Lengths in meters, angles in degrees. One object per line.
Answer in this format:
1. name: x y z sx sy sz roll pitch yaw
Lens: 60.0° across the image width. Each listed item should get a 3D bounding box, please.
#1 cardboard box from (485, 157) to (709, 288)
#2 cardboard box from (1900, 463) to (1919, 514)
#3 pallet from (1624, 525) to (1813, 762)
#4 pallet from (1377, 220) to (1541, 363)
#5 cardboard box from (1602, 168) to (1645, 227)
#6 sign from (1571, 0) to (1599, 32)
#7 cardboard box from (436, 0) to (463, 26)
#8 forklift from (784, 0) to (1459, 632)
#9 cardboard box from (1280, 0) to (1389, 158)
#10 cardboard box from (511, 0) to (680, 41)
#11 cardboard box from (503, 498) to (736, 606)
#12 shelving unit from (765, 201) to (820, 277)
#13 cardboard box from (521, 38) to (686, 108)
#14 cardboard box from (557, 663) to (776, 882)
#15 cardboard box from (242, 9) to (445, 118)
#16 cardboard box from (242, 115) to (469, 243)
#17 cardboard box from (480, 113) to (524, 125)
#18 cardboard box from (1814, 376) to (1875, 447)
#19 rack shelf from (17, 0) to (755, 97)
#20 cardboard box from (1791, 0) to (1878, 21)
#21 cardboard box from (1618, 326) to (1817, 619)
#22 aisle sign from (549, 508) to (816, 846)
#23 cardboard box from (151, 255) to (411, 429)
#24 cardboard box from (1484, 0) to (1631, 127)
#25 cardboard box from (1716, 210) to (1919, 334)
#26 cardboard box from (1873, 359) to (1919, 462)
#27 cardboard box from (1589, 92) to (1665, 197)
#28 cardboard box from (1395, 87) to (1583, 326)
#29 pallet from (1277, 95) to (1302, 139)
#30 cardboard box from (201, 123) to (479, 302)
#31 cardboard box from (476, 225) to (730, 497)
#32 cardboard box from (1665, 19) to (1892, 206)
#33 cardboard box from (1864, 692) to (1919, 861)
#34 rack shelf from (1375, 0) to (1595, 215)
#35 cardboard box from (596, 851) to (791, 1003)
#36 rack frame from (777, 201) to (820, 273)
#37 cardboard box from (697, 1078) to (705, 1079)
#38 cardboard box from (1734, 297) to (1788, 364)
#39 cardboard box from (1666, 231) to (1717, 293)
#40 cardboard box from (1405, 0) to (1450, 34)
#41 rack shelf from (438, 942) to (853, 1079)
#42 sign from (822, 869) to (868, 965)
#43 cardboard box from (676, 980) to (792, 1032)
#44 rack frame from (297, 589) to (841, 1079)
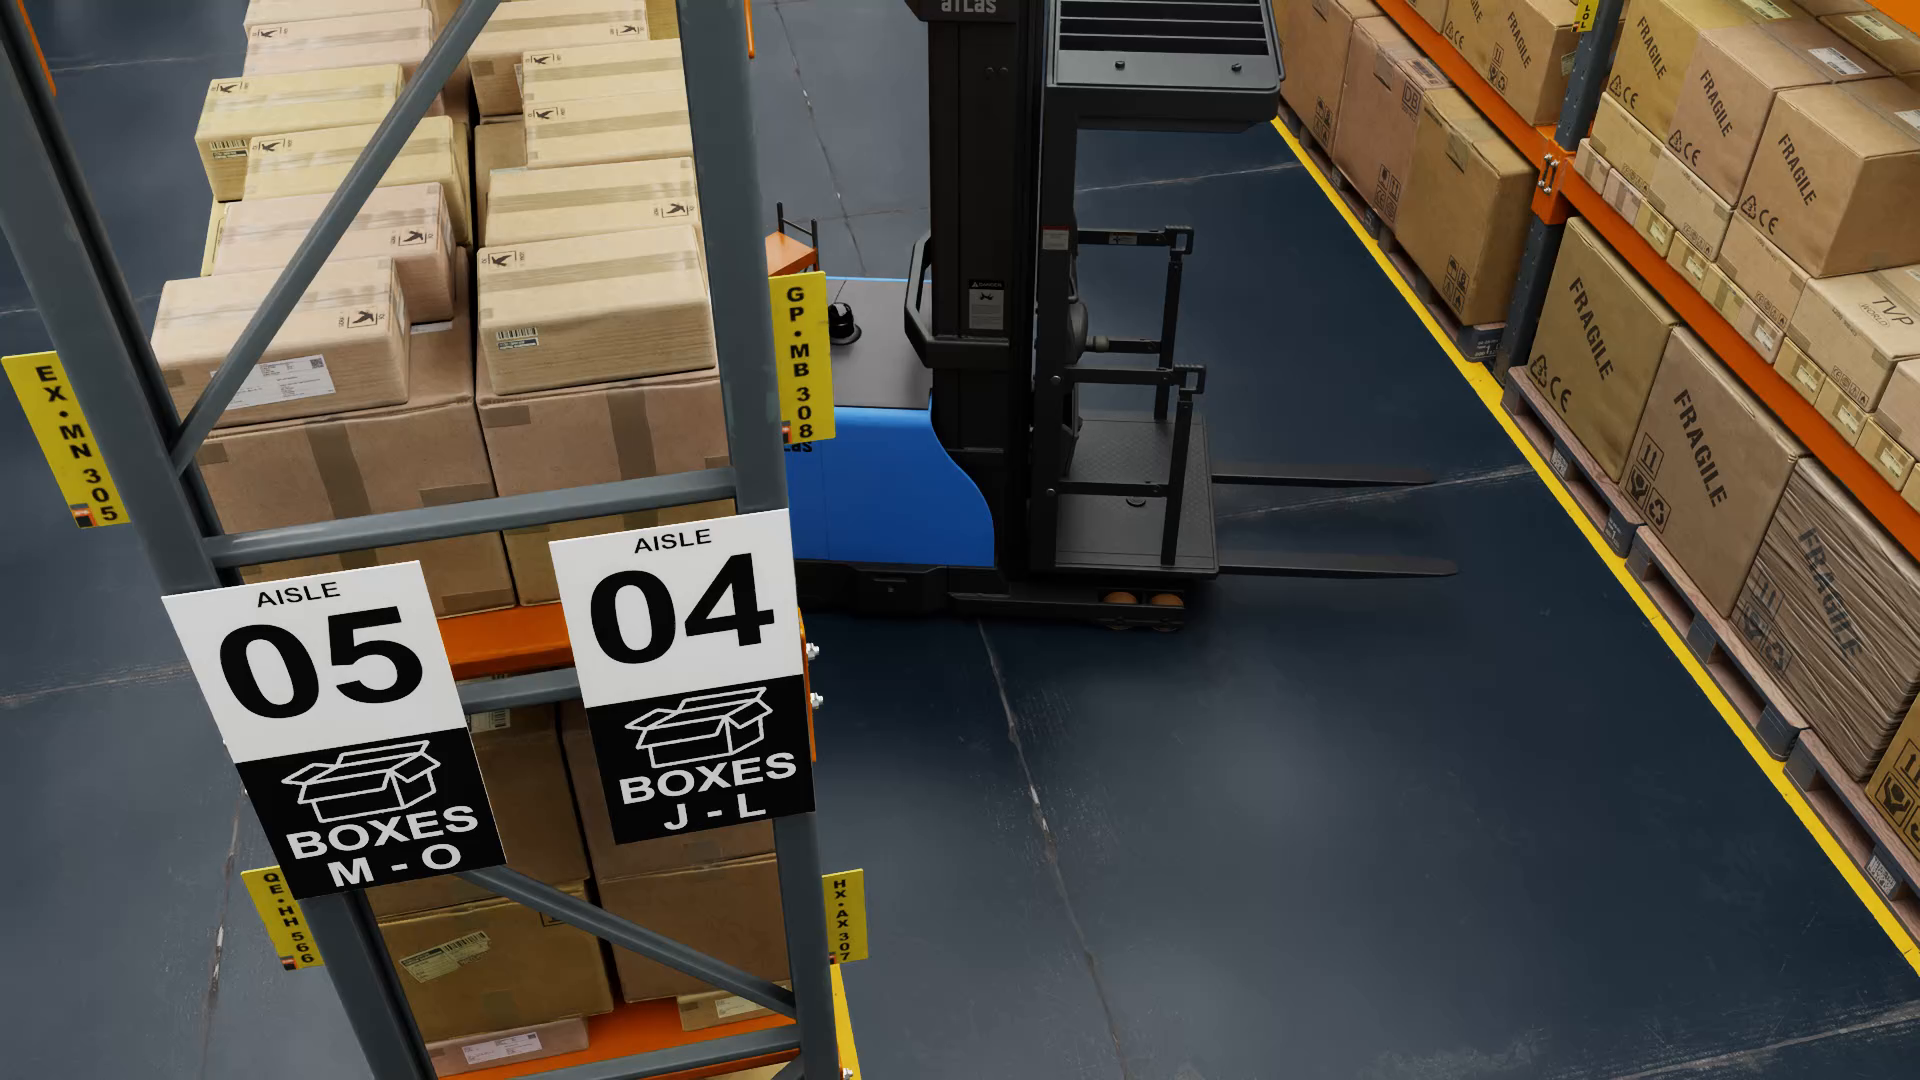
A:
1. cardboard box: -0.673 -0.573 3.095 0.380 0.149 0.250 -7 42 -8
2. cardboard box: 3.457 -0.158 5.639 0.380 0.149 0.250 -9 42 -10
3. pallet: 3.568 0.340 6.990 1.003 0.211 1.213 -8 42 -9
4. pallet: 2.973 -1.446 9.001 1.003 0.211 1.213 -8 42 -9
5. cardboard box: 3.009 -1.496 7.146 0.380 0.149 0.250 -10 43 -11
6. sign: 2.686 -2.319 7.072 0.100 0.325 0.005 -8 42 -9
7. cardboard box: -1.453 -1.268 4.178 0.500 0.250 0.500 -10 43 -11
8. forklift: 0.624 -1.071 6.531 3.031 2.935 1.130 2 42 3
9. cardboard box: 2.664 -2.925 9.852 1.225 0.875 0.875 -8 42 -9
10. cardboard box: -0.835 -1.254 3.861 0.380 0.149 0.250 -7 42 -8
11. cardboard box: -0.635 -0.154 3.300 0.500 0.250 0.500 -7 42 -8
12. shelving unit: -0.888 -0.888 7.628 0.258 1.200 0.503 31 50 30
13. cardboard box: -0.712 -0.917 3.482 0.380 0.149 0.250 -8 42 -9
14. cardboard box: -0.626 0.387 3.783 0.500 0.500 0.500 -9 42 -10
15. cardboard box: -1.319 -1.005 3.581 0.380 0.149 0.250 -9 42 -10
16. cardboard box: -1.160 -0.676 3.211 0.380 0.149 0.250 -10 42 -11
17. cardboard box: -0.840 -1.003 3.879 0.500 0.250 0.500 -8 42 -9
18. cardboard box: 3.349 -0.487 6.010 0.380 0.149 0.250 -8 42 -8
19. rack shelf: -1.220 -2.031 3.585 1.077 0.370 4.000 -8 42 -9
20. cardboard box: 3.574 -2.075 6.934 0.500 0.500 0.500 -7 42 -8
21. cardboard box: 3.472 -0.339 6.938 0.875 0.875 0.875 -8 42 -9
22. aisle sign: -0.479 0.271 3.009 0.394 0.787 0.004 -8 42 -9
23. cardboard box: -1.147 -0.336 2.828 0.380 0.149 0.250 -9 42 -10
24. cardboard box: 2.846 -2.301 7.789 0.500 0.500 0.500 -8 42 -9
25. cardboard box: 3.279 -1.054 6.349 0.500 0.250 0.500 -7 42 -8
26. cardboard box: 3.494 -0.396 5.608 0.500 0.250 0.500 -10 43 -11
27. cardboard box: 3.059 -1.712 7.090 0.500 0.250 0.500 -9 42 -10
28. cardboard box: 3.056 -1.774 8.554 1.225 0.875 0.875 -8 42 -9
29. pallet: 2.447 -3.027 10.783 1.003 0.211 1.213 -8 42 -9
30. cardboard box: -1.247 -0.607 3.433 0.500 0.250 0.500 -9 42 -10
31. cardboard box: -0.631 -0.342 3.134 0.500 0.250 0.500 -8 42 -9
32. cardboard box: 3.166 -1.667 6.475 0.500 0.500 0.500 -8 42 -9
33. cardboard box: 3.861 0.828 5.624 0.875 0.875 0.875 -8 42 -9
34. rack shelf: 2.782 -3.027 9.224 1.077 0.370 4.000 -8 42 -9
35. cardboard box: -0.615 0.760 4.117 0.500 0.500 0.500 -6 42 -7
36. rack frame: -0.725 -1.008 7.764 0.240 1.200 0.015 31 50 30
37. cardboard box: -0.650 1.660 5.009 0.380 0.149 0.250 -7 42 -7
38. cardboard box: 3.233 -0.826 6.392 0.380 0.149 0.250 -8 42 -9
39. cardboard box: 3.125 -1.155 6.762 0.380 0.149 0.250 -9 42 -10
40. cardboard box: 2.626 -2.960 8.532 0.500 0.500 0.500 -9 42 -10
41. rack shelf: -1.220 0.211 5.576 1.077 0.370 4.000 -8 42 -9
42. sign: -0.258 0.837 3.677 0.100 0.325 0.005 -8 42 -9
43. cardboard box: -0.538 1.076 4.249 0.380 0.149 0.250 -9 42 -10
44. rack frame: -0.788 1.239 3.877 1.000 3.000 0.127 -8 42 -9
